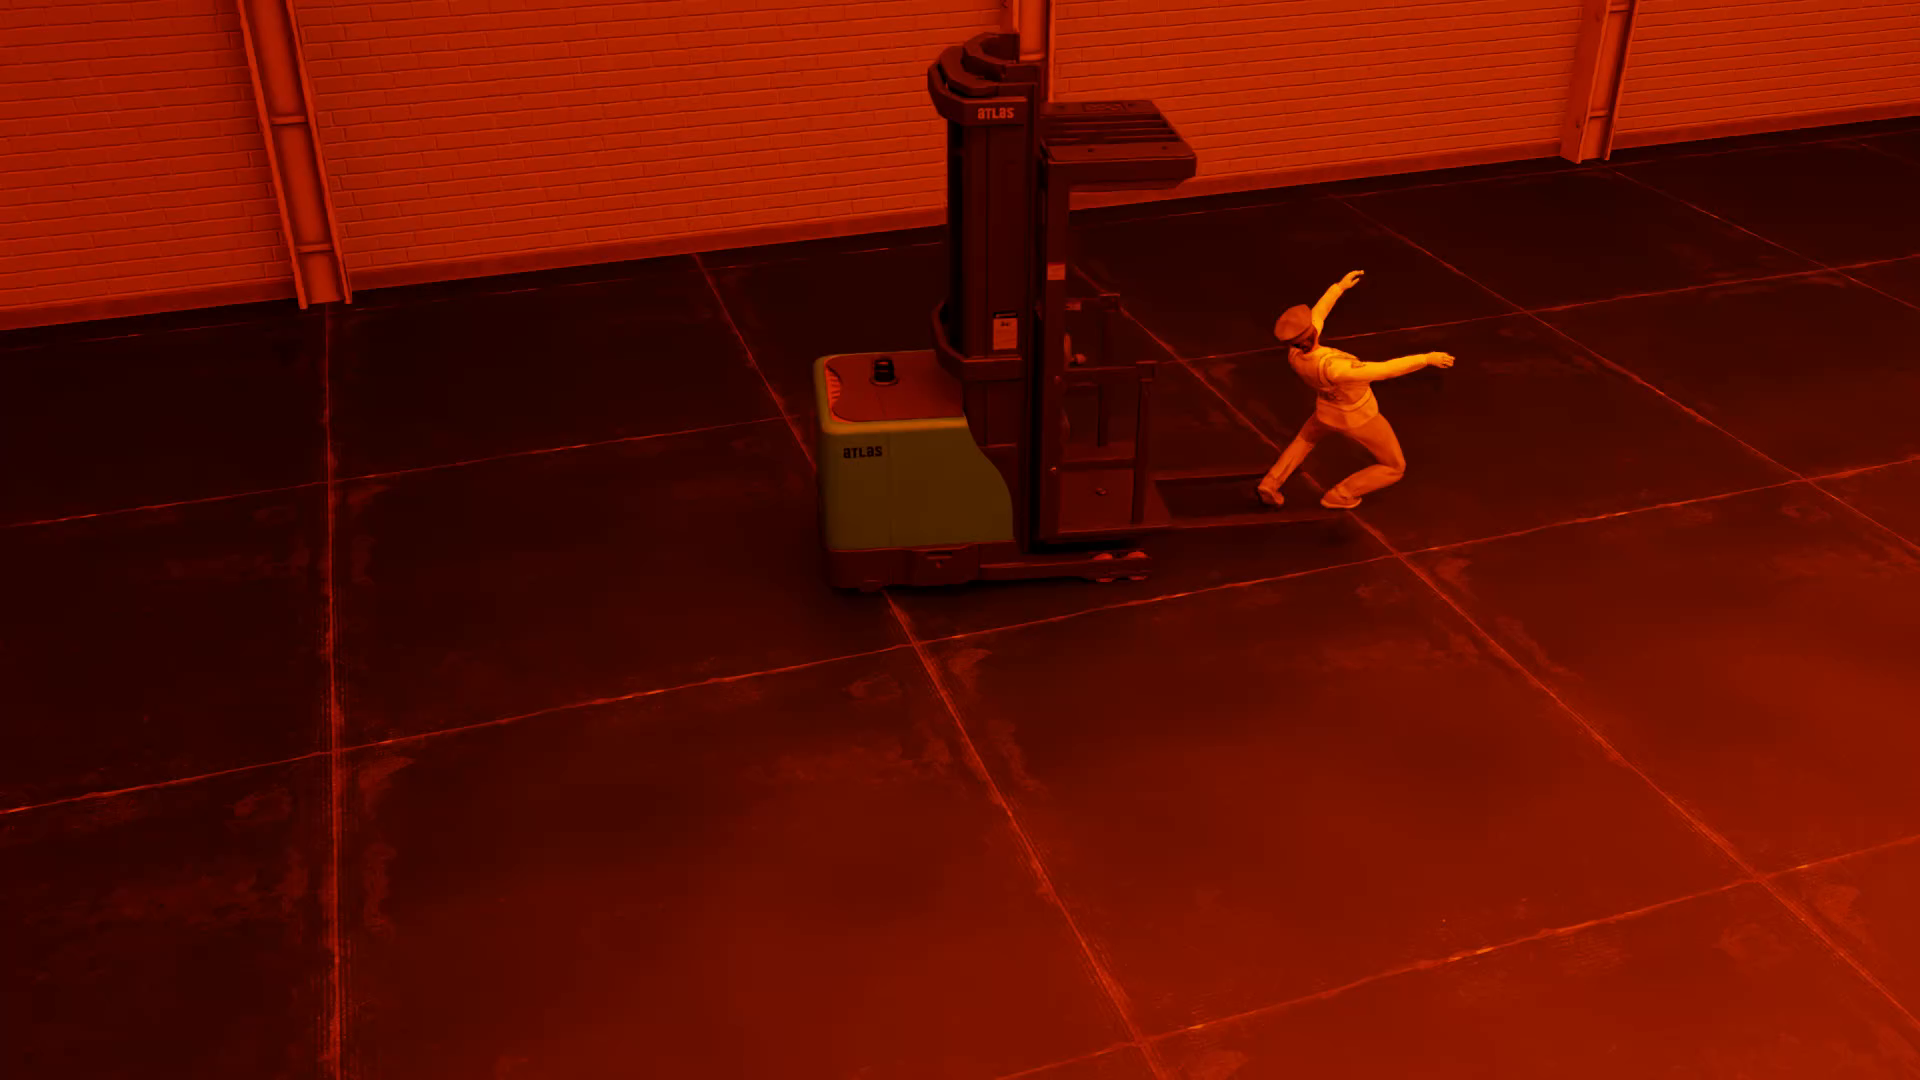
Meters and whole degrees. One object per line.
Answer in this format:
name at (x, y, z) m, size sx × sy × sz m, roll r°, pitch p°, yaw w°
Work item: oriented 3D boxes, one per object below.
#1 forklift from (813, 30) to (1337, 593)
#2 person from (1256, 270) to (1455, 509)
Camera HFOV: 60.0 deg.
forklift at (0.684, -1.282, 9.316) m, size 3.031 × 2.935 × 1.130 m, roll -4°, pitch 30°, yaw -6°
person at (2.262, -0.717, 9.653) m, size 0.709 × 1.471 × 0.973 m, roll -24°, pitch 37°, yaw -35°
